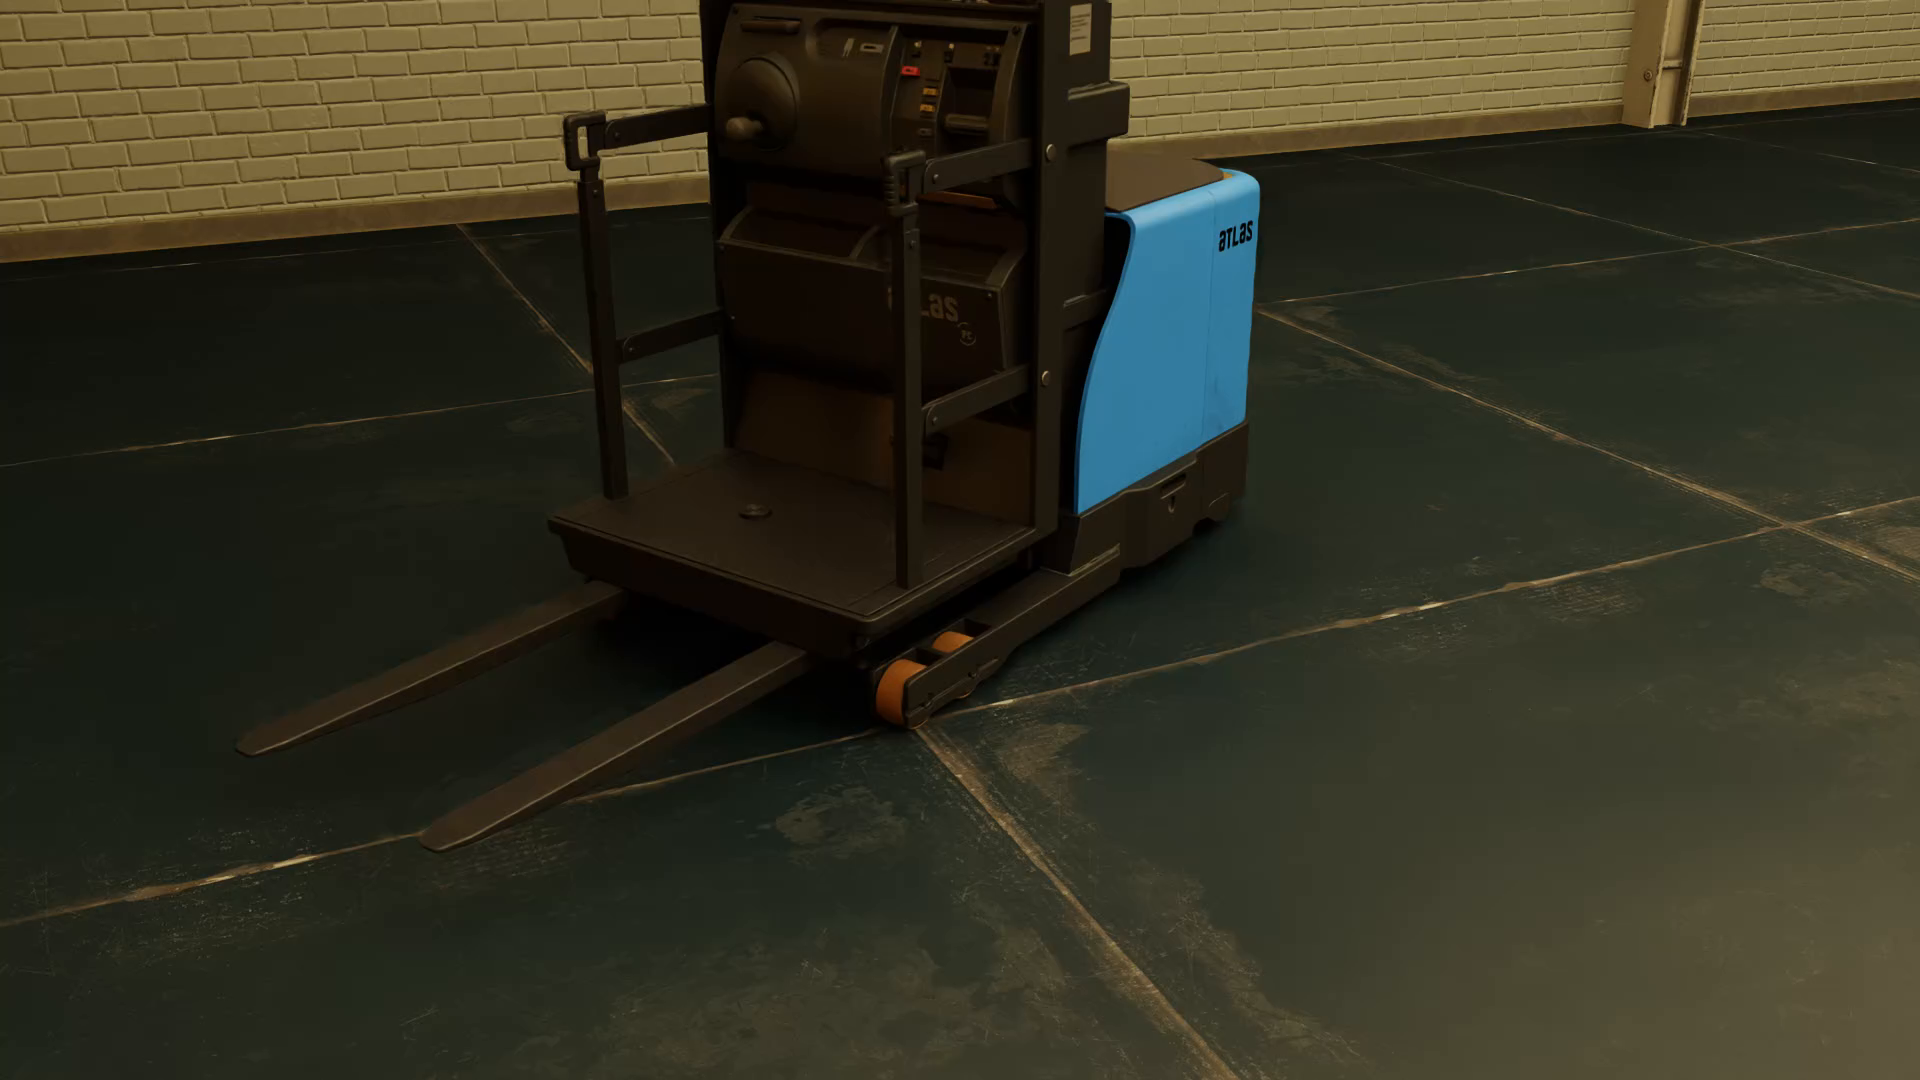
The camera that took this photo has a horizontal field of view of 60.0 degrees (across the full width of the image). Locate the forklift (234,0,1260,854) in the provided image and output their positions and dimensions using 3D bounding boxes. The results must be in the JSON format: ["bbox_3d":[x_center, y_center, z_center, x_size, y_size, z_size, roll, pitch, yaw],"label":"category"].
[{"bbox_3d":[-0.364,-1.108,3.953,1.130,2.935,3.031,16,27,33],"label":"forklift"}]
